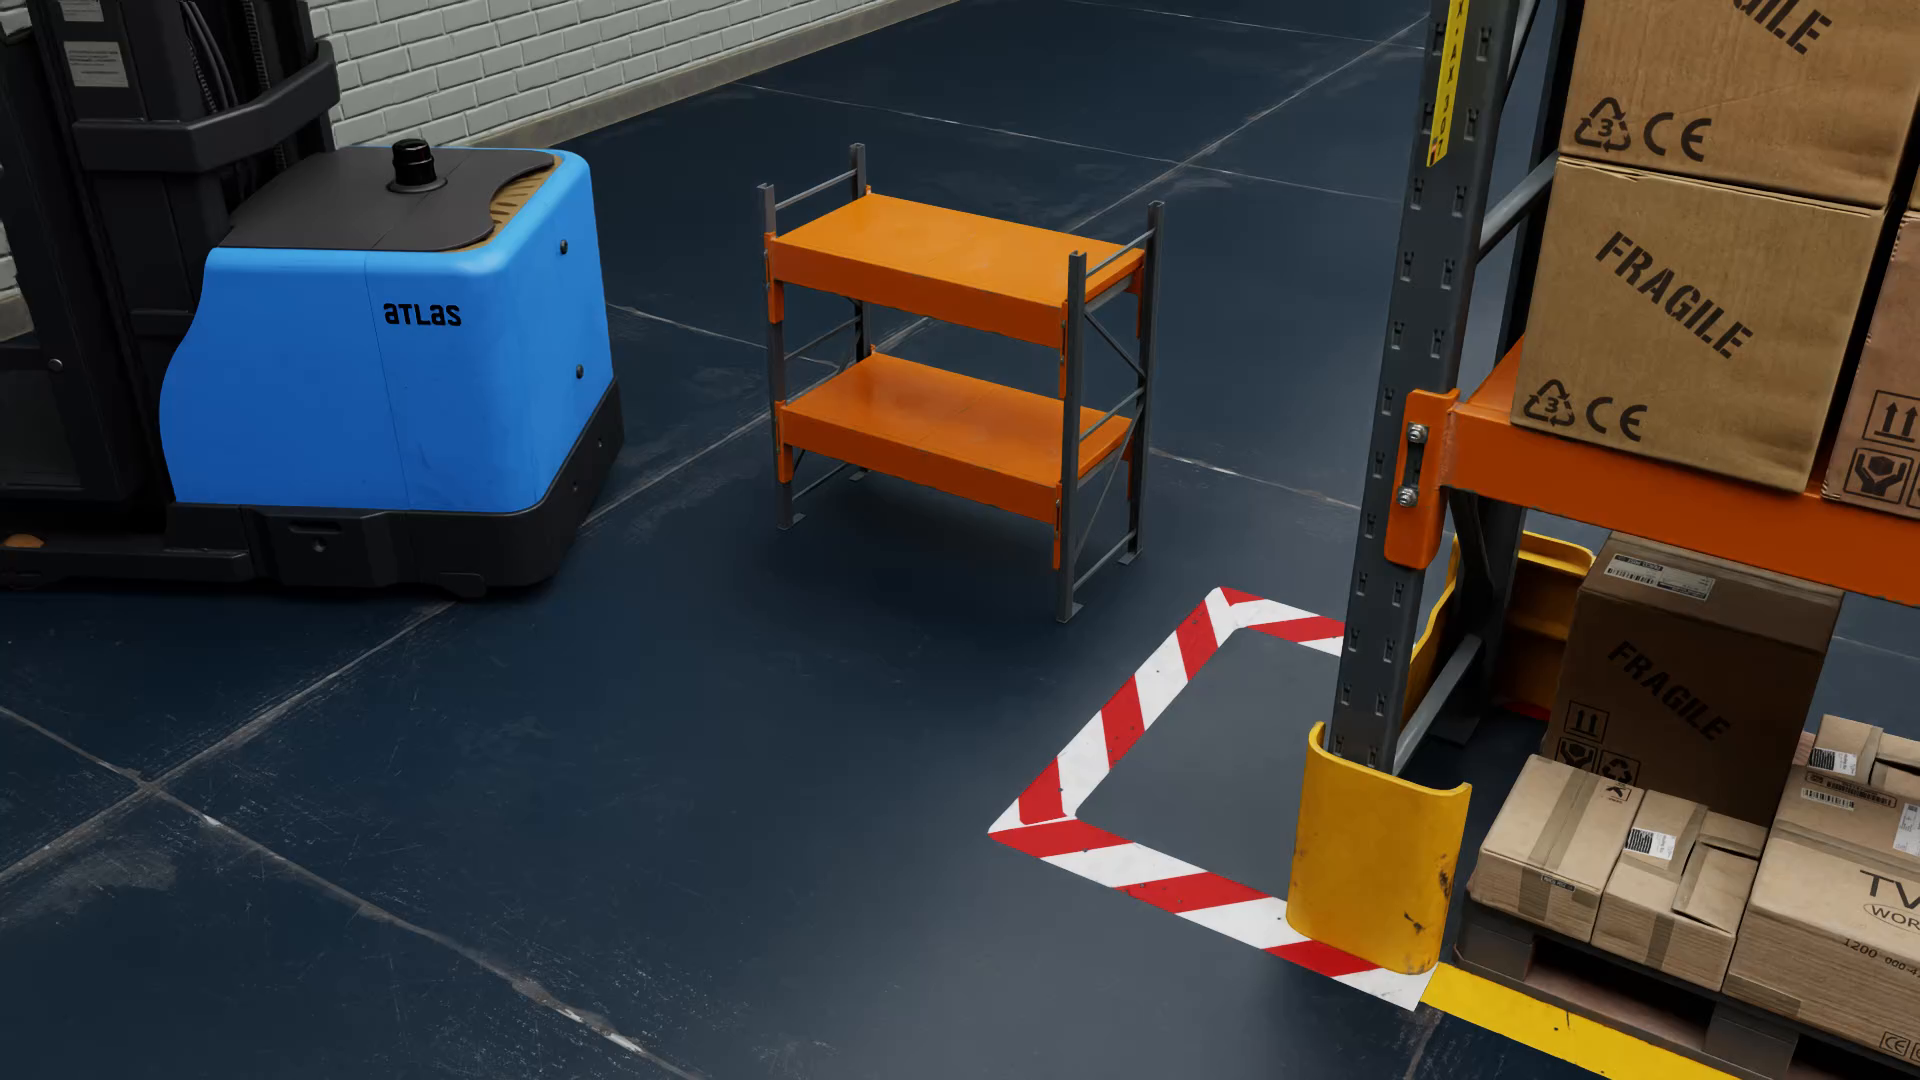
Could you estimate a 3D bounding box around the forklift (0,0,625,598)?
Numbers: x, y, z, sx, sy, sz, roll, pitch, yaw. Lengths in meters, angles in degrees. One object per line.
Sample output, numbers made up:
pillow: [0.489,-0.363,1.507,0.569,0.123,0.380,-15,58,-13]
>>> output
forklift: [-2.687,-1.378,4.704,3.031,2.935,1.130,2,30,3]

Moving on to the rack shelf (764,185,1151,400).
rack shelf: [-0.006,-0.740,4.822,1.000,0.278,0.538,18,35,27]

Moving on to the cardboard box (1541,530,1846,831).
cardboard box: [1.699,0.280,3.837,0.500,0.500,0.500,18,35,27]

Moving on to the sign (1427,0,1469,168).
sign: [0.819,-0.792,2.772,0.005,0.325,0.100,18,35,27]

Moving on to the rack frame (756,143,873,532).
rack frame: [-0.436,-0.624,5.203,0.032,1.125,0.500,18,35,27]

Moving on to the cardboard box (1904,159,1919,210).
cardboard box: [1.631,-0.690,3.356,0.500,0.500,0.500,19,35,29]

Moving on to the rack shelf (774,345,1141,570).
rack shelf: [-0.006,-0.276,5.093,1.000,0.278,0.538,18,35,27]

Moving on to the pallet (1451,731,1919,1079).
pallet: [1.847,0.788,3.690,1.213,0.211,1.003,18,35,27]

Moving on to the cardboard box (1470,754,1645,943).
cardboard box: [1.279,0.650,3.551,0.250,0.149,0.380,18,35,27]

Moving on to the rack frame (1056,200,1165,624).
rack frame: [0.425,-0.351,4.736,0.032,1.125,0.500,18,35,27]

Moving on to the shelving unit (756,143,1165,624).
shelving unit: [-0.006,-0.488,4.970,1.048,1.125,0.538,18,35,27]

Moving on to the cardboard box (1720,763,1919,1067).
cardboard box: [1.841,0.748,3.283,0.500,0.250,0.500,18,35,27]

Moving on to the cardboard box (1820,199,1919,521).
cardboard box: [1.783,-0.326,2.733,0.500,0.500,0.500,17,34,27]

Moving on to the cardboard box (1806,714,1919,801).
cardboard box: [1.994,0.571,3.669,0.250,0.166,0.380,18,35,27]

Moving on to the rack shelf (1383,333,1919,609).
rack shelf: [2.801,0.196,2.651,4.000,0.370,1.077,18,35,27]

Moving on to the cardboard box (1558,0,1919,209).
cardboard box: [1.343,-0.894,2.714,0.500,0.500,0.500,19,35,29]

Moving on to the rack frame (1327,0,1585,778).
rack frame: [1.107,-0.650,3.388,0.127,3.000,1.000,18,35,27]

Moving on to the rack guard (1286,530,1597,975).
rack guard: [1.172,0.450,3.983,0.348,0.500,1.175,18,35,27]

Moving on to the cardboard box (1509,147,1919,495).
cardboard box: [1.343,-0.462,2.966,0.500,0.500,0.500,18,35,28]

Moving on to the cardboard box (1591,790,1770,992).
cardboard box: [1.491,0.709,3.432,0.250,0.166,0.380,18,35,27]

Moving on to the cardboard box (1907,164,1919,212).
cardboard box: [1.790,-0.757,2.479,0.500,0.500,0.500,18,35,28]
